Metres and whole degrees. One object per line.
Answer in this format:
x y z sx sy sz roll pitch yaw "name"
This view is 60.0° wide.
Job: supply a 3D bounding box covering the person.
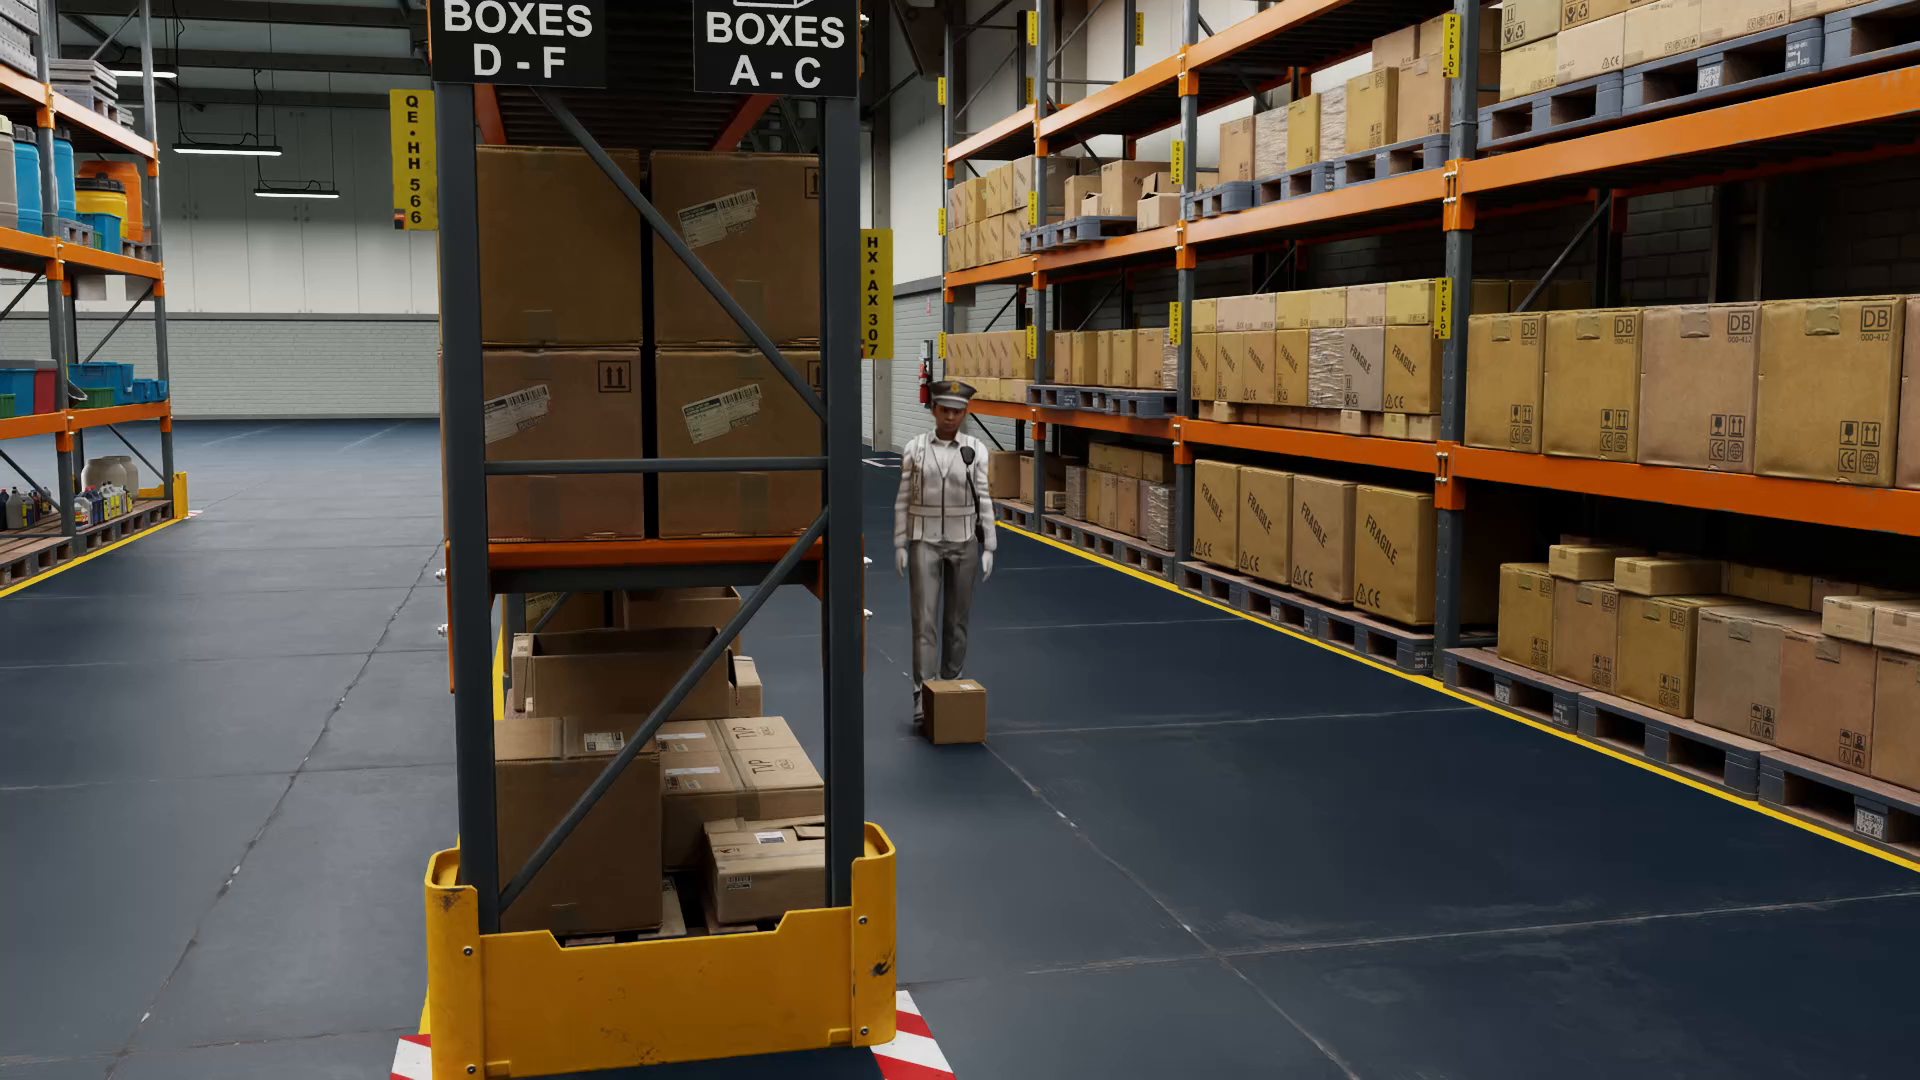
-0.073 0.052 8.116 0.516 1.656 0.719 0 6 -1 "person"
